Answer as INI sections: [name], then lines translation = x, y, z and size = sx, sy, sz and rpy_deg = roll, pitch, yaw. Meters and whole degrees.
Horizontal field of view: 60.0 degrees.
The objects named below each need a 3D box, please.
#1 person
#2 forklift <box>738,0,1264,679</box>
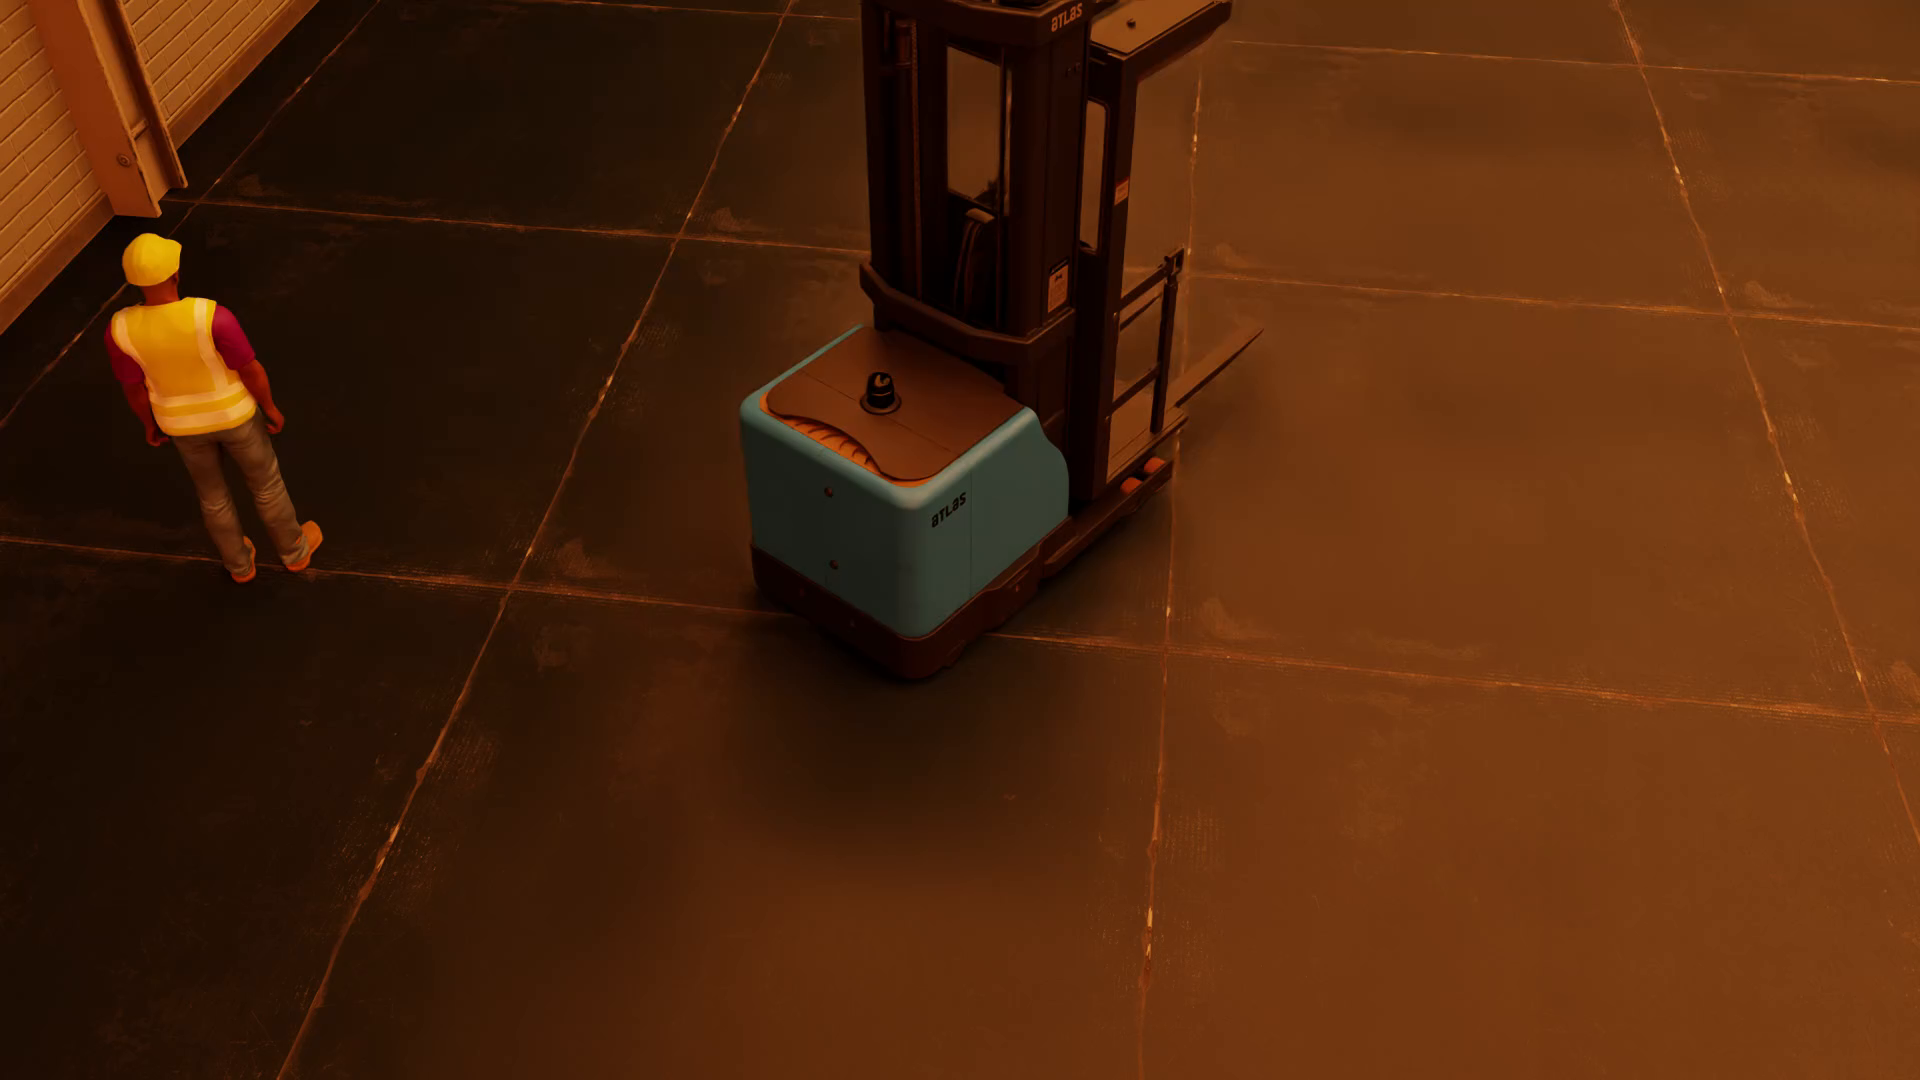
[person]
translation = -3.239, -0.555, 7.189
size = 0.576, 1.771, 0.371
rpy_deg = -8, 43, -9
[forklift]
translation = 0.387, -1.414, 7.263
size = 1.130, 2.935, 3.031
rpy_deg = 29, 50, 28
